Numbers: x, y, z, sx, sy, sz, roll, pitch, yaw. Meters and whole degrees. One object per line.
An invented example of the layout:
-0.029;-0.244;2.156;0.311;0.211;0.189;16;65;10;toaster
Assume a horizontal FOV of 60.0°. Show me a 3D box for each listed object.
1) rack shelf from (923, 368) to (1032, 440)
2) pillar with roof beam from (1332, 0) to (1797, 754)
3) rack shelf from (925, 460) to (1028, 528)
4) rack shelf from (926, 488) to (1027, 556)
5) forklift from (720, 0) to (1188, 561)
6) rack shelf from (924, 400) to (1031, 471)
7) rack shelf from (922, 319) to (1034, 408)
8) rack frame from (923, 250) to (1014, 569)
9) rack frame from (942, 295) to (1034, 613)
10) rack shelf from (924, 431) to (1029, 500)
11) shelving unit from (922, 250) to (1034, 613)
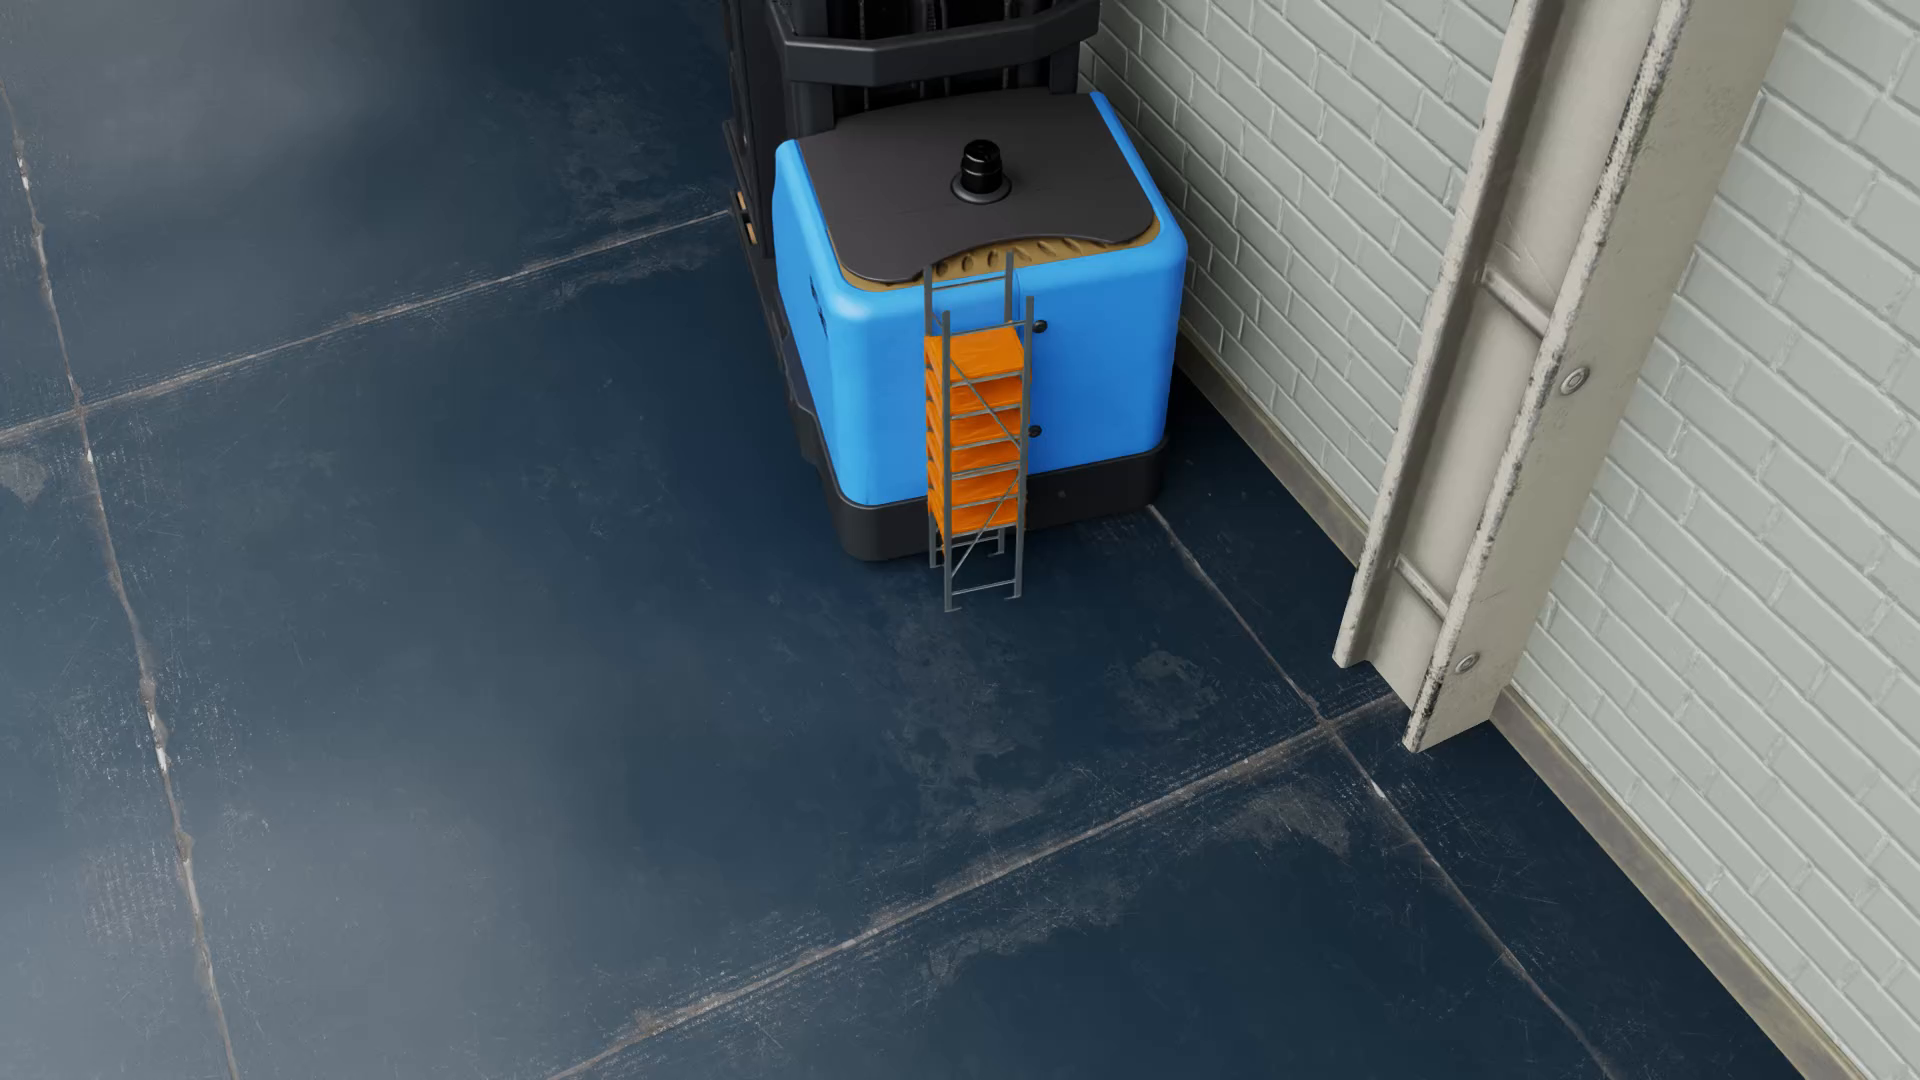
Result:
0.047;-0.393;4.537;0.258;0.103;0.180;-12;50;-10;rack shelf
-2.497;-1.057;0.196;9.100;9.000;0.400;-21;52;-18;pillar with roof beam
0.047;-0.156;4.808;0.258;0.103;0.180;-12;50;-10;rack shelf
0.047;-0.077;4.898;0.258;0.103;0.180;-12;50;-10;rack shelf
-0.233;-2.037;5.084;1.130;2.935;3.031;-12;50;-10;forklift
0.047;-0.314;4.627;0.258;0.103;0.180;-12;50;-10;rack shelf
0.047;-0.472;4.447;0.258;0.103;0.180;-12;50;-10;rack shelf
0.023;-0.331;4.742;0.240;1.200;0.006;-12;50;-10;rack frame
0.070;-0.198;4.626;0.240;1.200;0.006;-12;50;-10;rack frame
0.047;-0.235;4.718;0.258;0.103;0.180;-12;50;-10;rack shelf
0.047;-0.264;4.684;0.258;1.200;0.189;-12;50;-10;shelving unit
